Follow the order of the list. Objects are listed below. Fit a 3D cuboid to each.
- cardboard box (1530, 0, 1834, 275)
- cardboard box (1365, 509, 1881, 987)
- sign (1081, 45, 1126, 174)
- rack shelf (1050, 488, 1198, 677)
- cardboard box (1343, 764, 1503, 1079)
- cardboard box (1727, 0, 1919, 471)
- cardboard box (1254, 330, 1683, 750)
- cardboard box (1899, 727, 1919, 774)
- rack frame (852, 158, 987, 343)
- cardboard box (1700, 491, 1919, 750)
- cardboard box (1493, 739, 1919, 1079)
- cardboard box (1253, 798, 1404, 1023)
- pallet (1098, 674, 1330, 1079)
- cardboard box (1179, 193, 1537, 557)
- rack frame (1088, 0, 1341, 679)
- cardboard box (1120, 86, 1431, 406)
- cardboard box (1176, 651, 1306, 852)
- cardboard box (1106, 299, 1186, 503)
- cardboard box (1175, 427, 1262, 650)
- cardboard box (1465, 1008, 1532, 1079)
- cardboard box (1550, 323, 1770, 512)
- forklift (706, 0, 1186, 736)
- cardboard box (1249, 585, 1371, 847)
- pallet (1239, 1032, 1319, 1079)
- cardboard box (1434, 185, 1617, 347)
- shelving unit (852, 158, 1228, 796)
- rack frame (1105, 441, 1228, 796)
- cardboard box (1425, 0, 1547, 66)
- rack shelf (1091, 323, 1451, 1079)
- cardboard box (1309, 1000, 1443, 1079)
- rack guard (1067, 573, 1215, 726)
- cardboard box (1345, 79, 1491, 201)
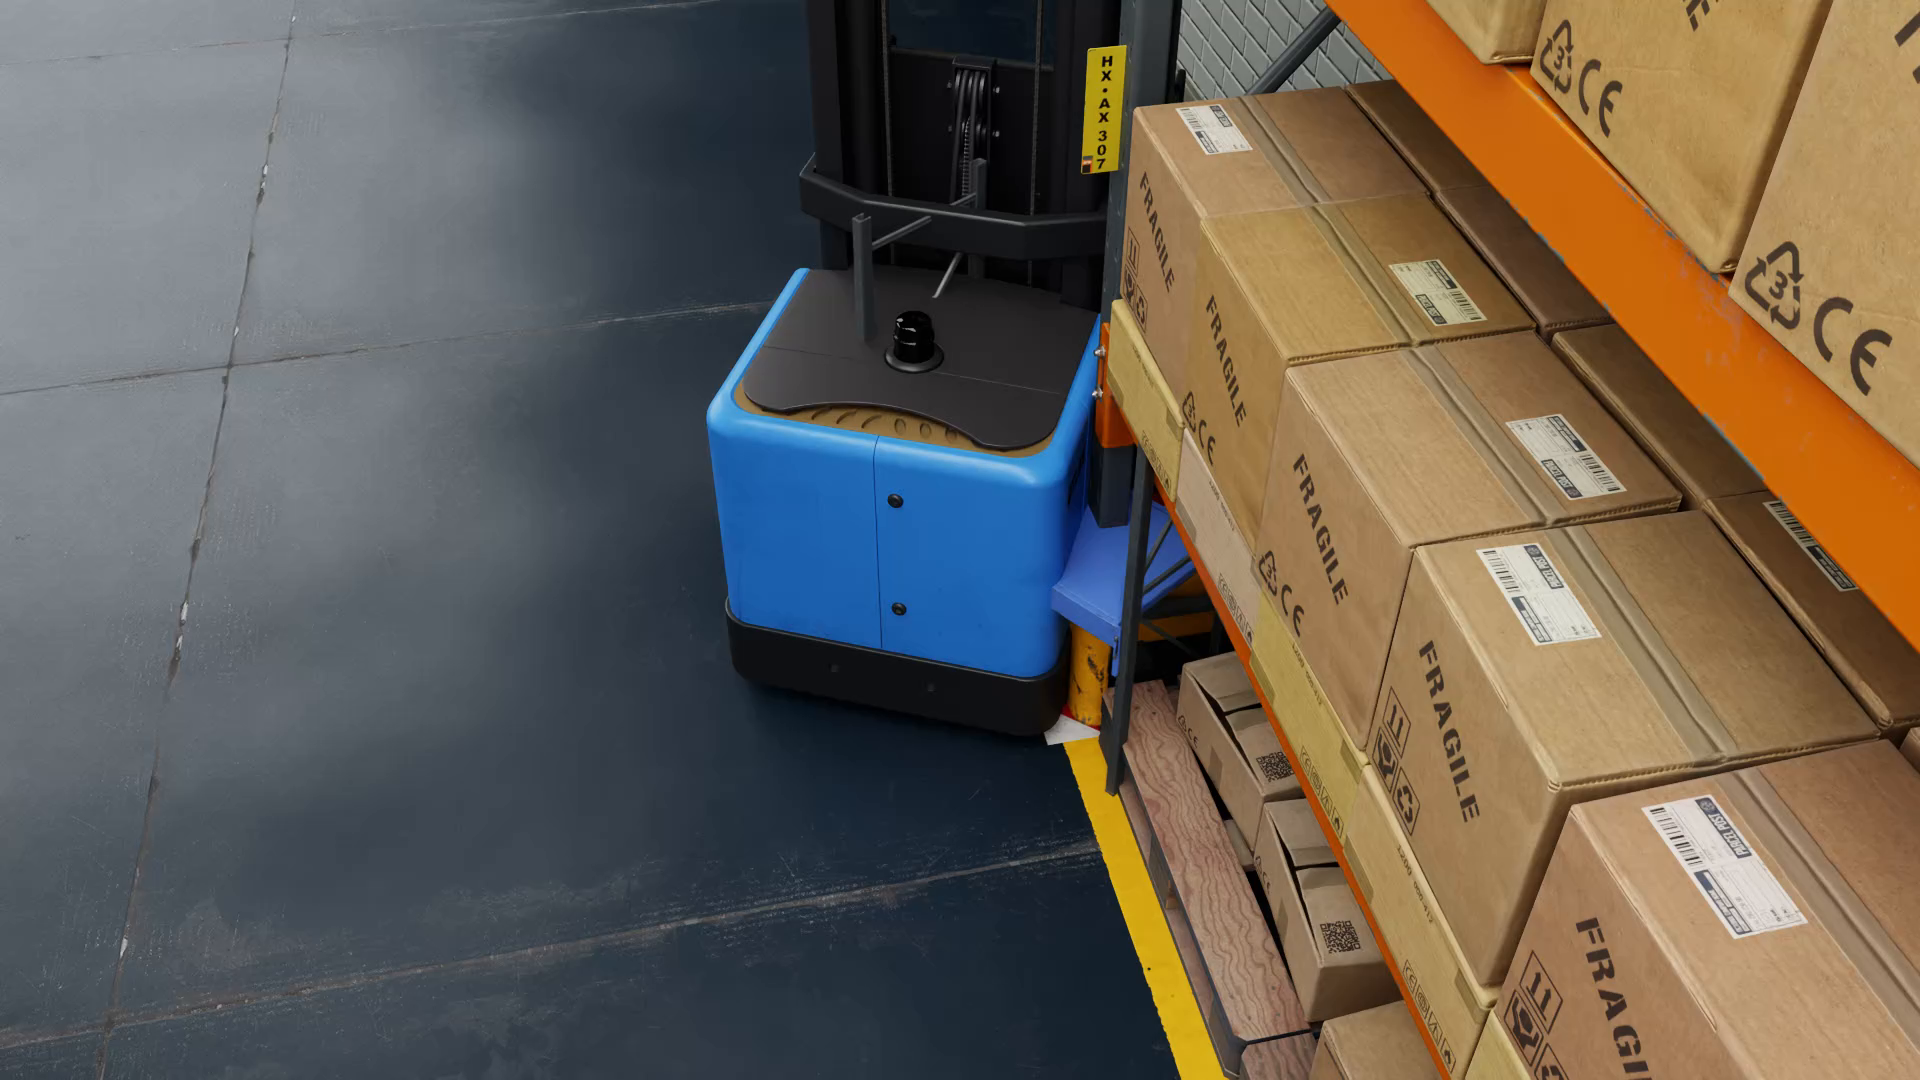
[{"bbox_3d":[1.039,-0.666,1.891,0.500,0.500,0.500,-6,42,-7],"label":"cardboard box"},{"bbox_3d":[1.013,0.325,2.657,0.500,0.500,0.500,-7,42,-8],"label":"cardboard box"},{"bbox_3d":[0.348,-1.032,4.001,0.100,0.325,0.005,-8,42,-9],"label":"sign"},{"bbox_3d":[0.252,-0.032,4.943,1.000,0.185,0.538,32,49,32],"label":"rack shelf"},{"bbox_3d":[1.010,0.618,2.892,0.500,0.250,0.500,-8,42,-9],"label":"cardboard box"},{"bbox_3d":[1.138,-0.335,1.518,0.500,0.500,0.500,-10,43,-11],"label":"cardboard box"},{"bbox_3d":[0.890,-0.008,3.032,0.500,0.500,0.500,-10,42,-11],"label":"cardboard box"},{"bbox_3d":[1.634,0.581,2.369,0.500,0.500,0.500,-7,42,-8],"label":"cardboard box"},{"bbox_3d":[-0.112,-0.399,5.097,0.032,1.500,0.500,32,49,32],"label":"rack frame"},{"bbox_3d":[1.511,0.246,2.746,0.500,0.500,0.500,-8,42,-9],"label":"cardboard box"},{"bbox_3d":[1.126,0.662,2.277,0.500,0.500,0.500,-9,42,-11],"label":"cardboard box"},{"bbox_3d":[1.062,0.886,4.186,0.500,0.311,0.500,-5,42,-6],"label":"cardboard box"},{"bbox_3d":[1.035,0.838,4.647,1.003,0.211,1.213,-8,42,-9],"label":"pallet"},{"bbox_3d":[0.784,-0.343,3.410,0.500,0.500,0.500,-8,42,-9],"label":"cardboard box"},{"bbox_3d":[0.878,-0.786,4.376,1.000,3.000,0.127,-8,42,-9],"label":"rack frame"},{"bbox_3d":[0.687,-0.665,3.773,0.500,0.500,0.500,-8,42,-9],"label":"cardboard box"},{"bbox_3d":[0.939,0.517,4.603,0.500,0.311,0.500,-13,43,-14],"label":"cardboard box"},{"bbox_3d":[0.673,-0.375,4.011,0.500,0.250,0.500,-9,42,-11],"label":"cardboard box"},{"bbox_3d":[0.799,-0.041,3.634,0.500,0.250,0.500,-10,42,-11],"label":"cardboard box"},{"bbox_3d":[1.120,0.944,2.525,0.500,0.250,0.500,-9,42,-10],"label":"cardboard box"},{"bbox_3d":[1.402,-0.080,3.114,0.500,0.500,0.500,-9,42,-10],"label":"cardboard box"},{"bbox_3d":[0.166,-1.499,5.231,1.130,2.935,3.031,10,43,11],"label":"forklift"},{"bbox_3d":[0.903,0.290,3.262,0.500,0.250,0.500,-9,42,-10],"label":"cardboard box"},{"bbox_3d":[1.295,1.627,3.758,1.003,0.211,1.213,-8,42,-9],"label":"pallet"},{"bbox_3d":[1.286,-0.415,3.491,0.500,0.500,0.500,-8,42,-9],"label":"cardboard box"},{"bbox_3d":[0.253,-0.170,4.827,1.048,1.500,0.538,32,49,32],"label":"shelving unit"},{"bbox_3d":[0.618,0.058,4.557,0.032,1.500,0.500,32,49,32],"label":"rack frame"},{"bbox_3d":[0.903,-1.011,2.279,0.500,0.500,0.500,-7,42,-7],"label":"cardboard box"},{"bbox_3d":[1.310,0.780,3.154,1.077,0.370,4.000,-8,42,-9],"label":"rack shelf"},{"bbox_3d":[1.172,1.298,3.580,0.700,0.500,0.500,-11,43,-12],"label":"cardboard box"},{"bbox_3d":[0.894,0.198,5.150,1.175,0.500,0.348,-8,42,-9],"label":"rack guard"},{"bbox_3d":[1.187,-0.743,3.860,0.500,0.500,0.500,-9,42,-10],"label":"cardboard box"}]
